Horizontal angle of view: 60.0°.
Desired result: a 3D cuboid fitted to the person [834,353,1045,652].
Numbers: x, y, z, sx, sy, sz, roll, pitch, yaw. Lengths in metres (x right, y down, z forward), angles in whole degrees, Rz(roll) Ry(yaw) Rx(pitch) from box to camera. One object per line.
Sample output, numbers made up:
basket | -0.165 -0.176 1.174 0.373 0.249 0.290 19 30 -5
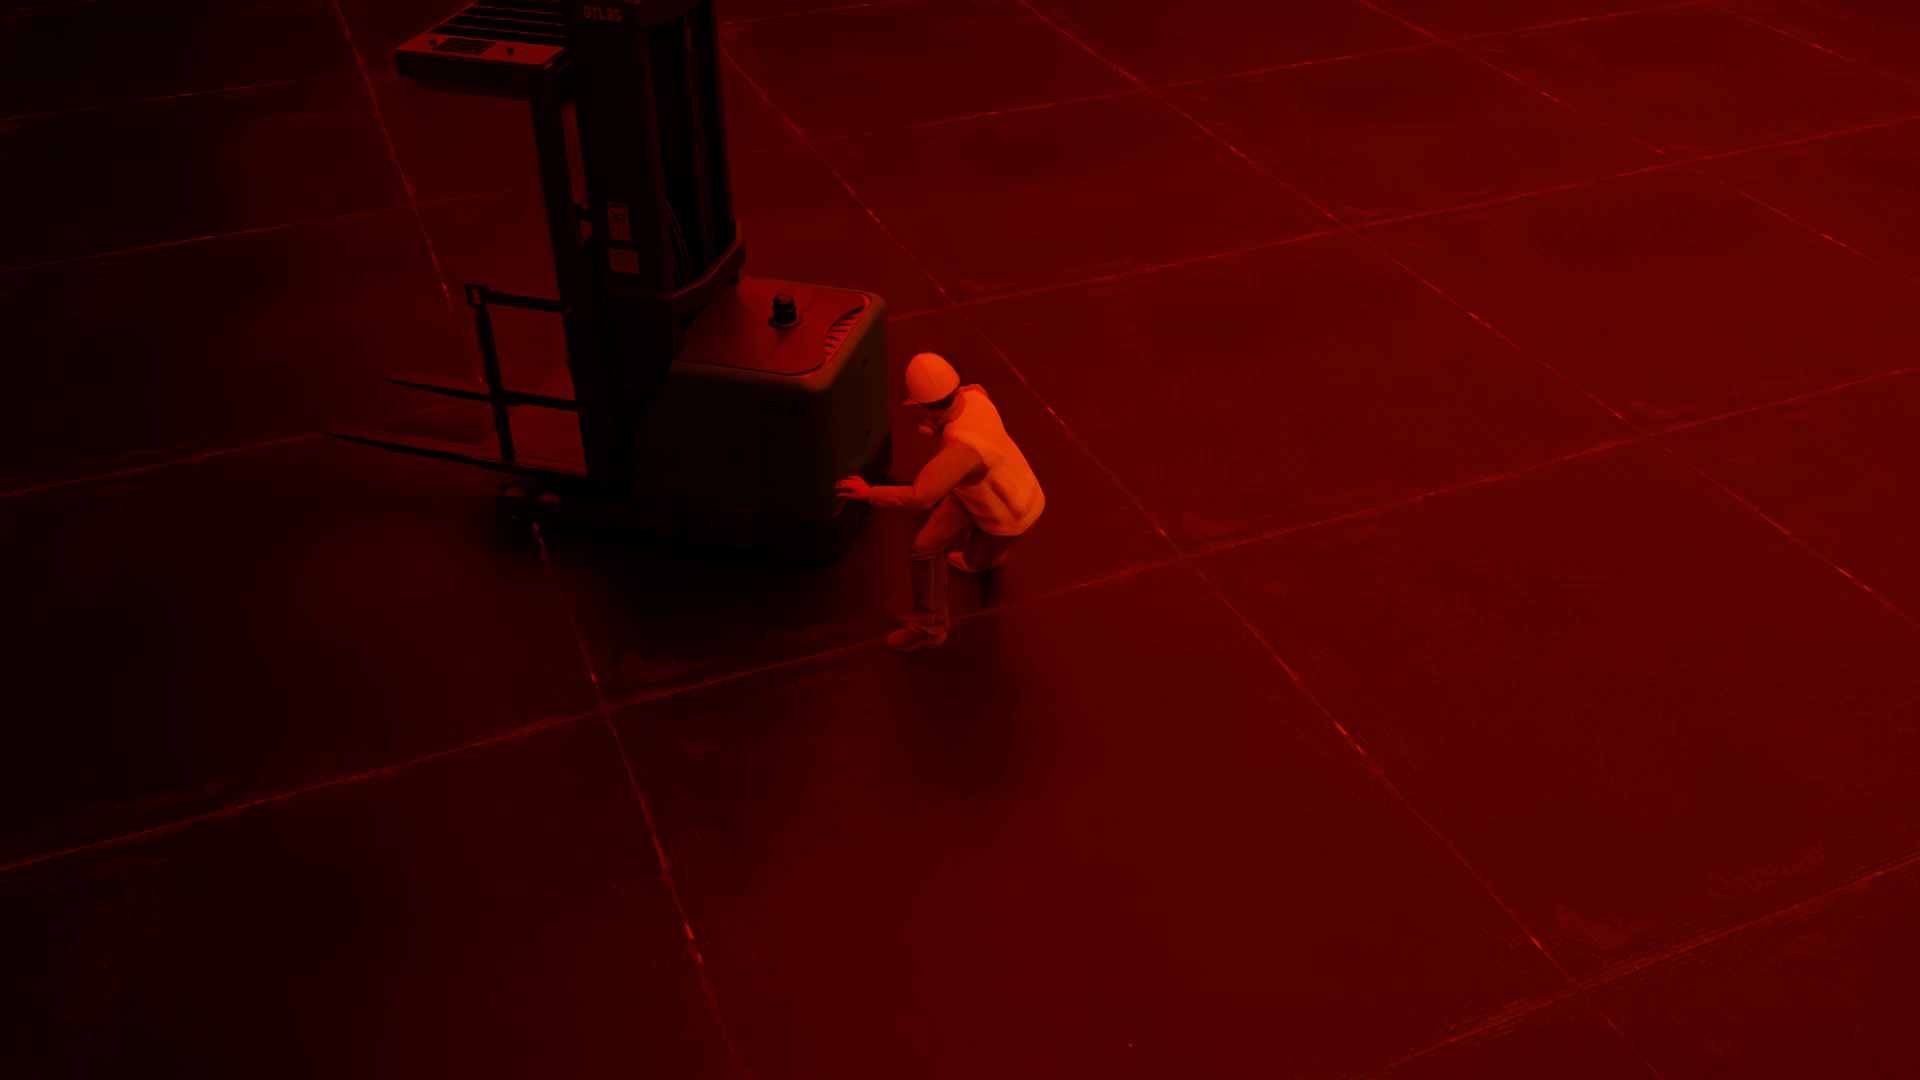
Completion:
person | -0.135 -0.224 7.636 1.003 1.533 0.943 -13 37 -17

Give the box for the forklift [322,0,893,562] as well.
forklift | -1.942 -1.557 8.288 3.031 2.935 1.130 9 36 13
